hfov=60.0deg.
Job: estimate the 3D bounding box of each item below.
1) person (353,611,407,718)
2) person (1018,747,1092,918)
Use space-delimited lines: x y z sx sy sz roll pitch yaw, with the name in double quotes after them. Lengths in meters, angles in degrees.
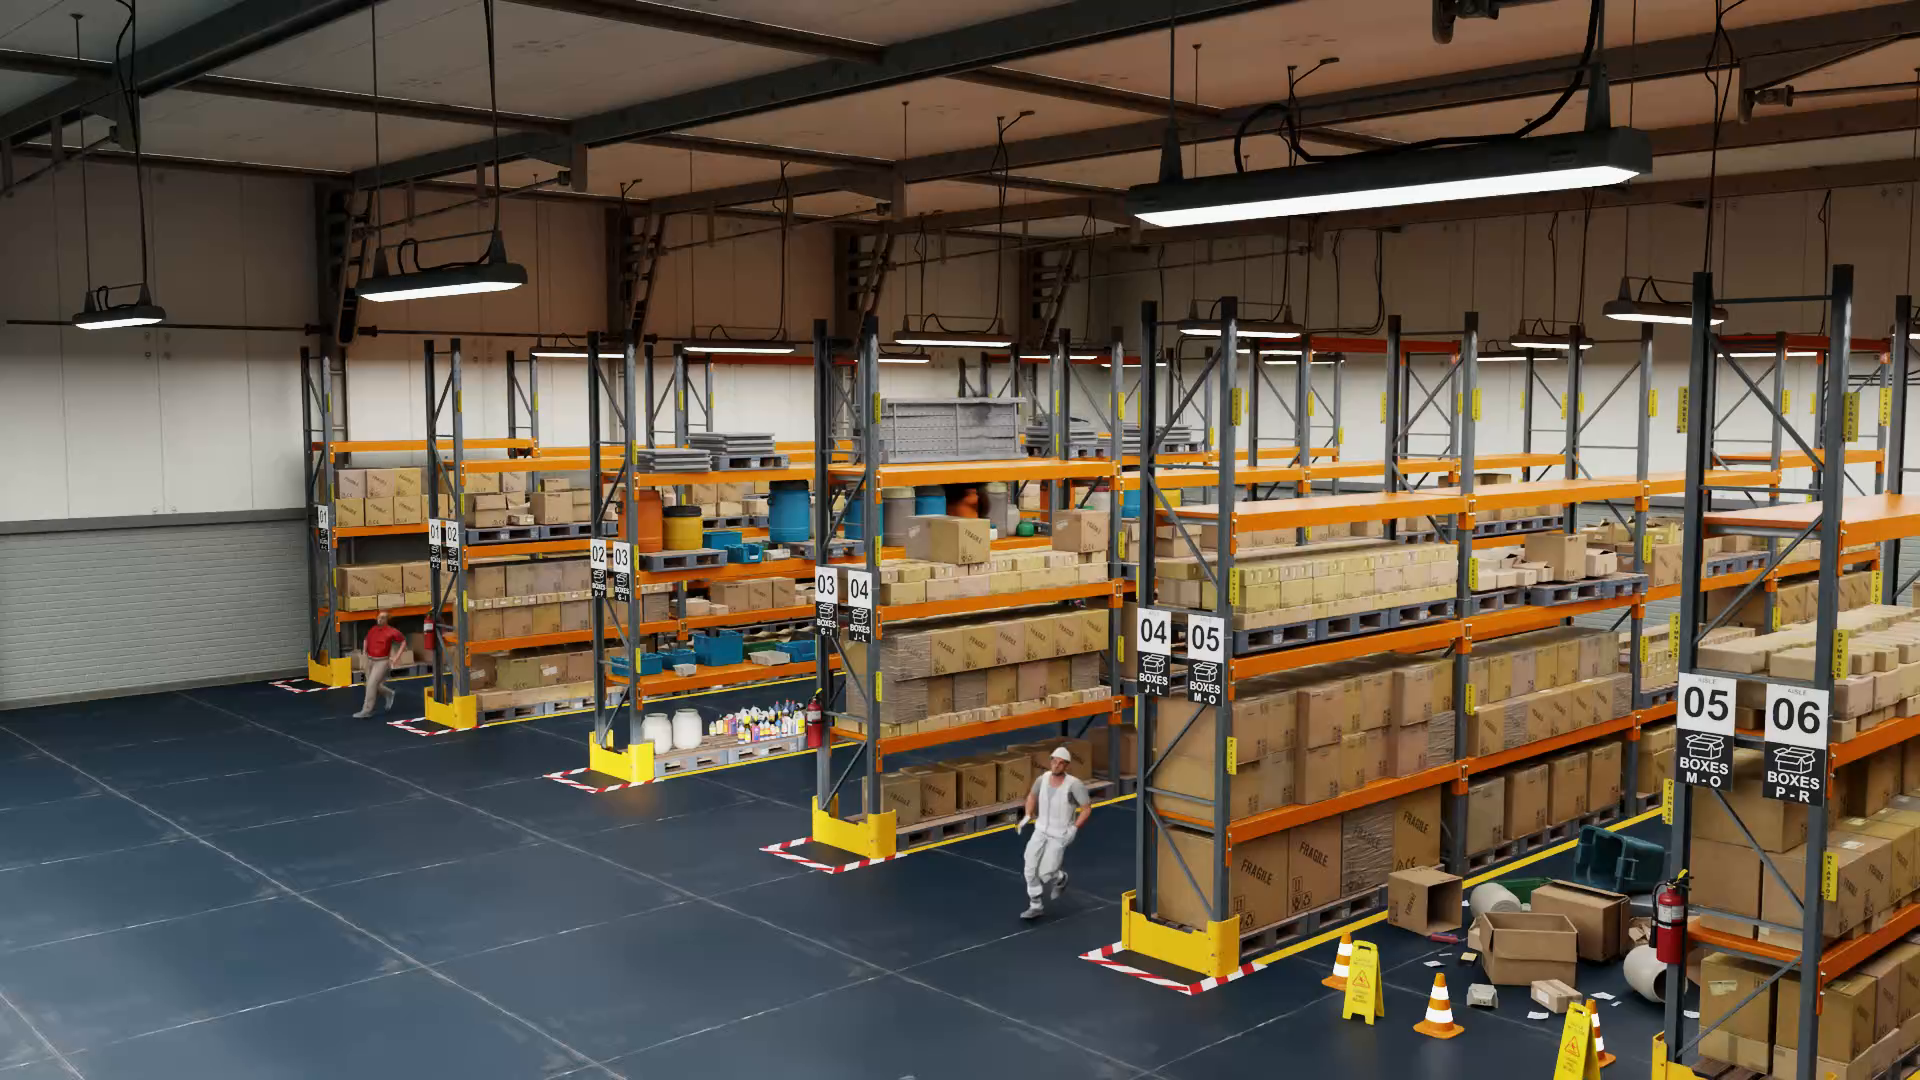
-9.299 1.981 26.623 0.718 1.676 0.901 3 6 28 "person"
0.942 2.874 16.356 0.702 1.721 0.575 4 6 36 "person"
